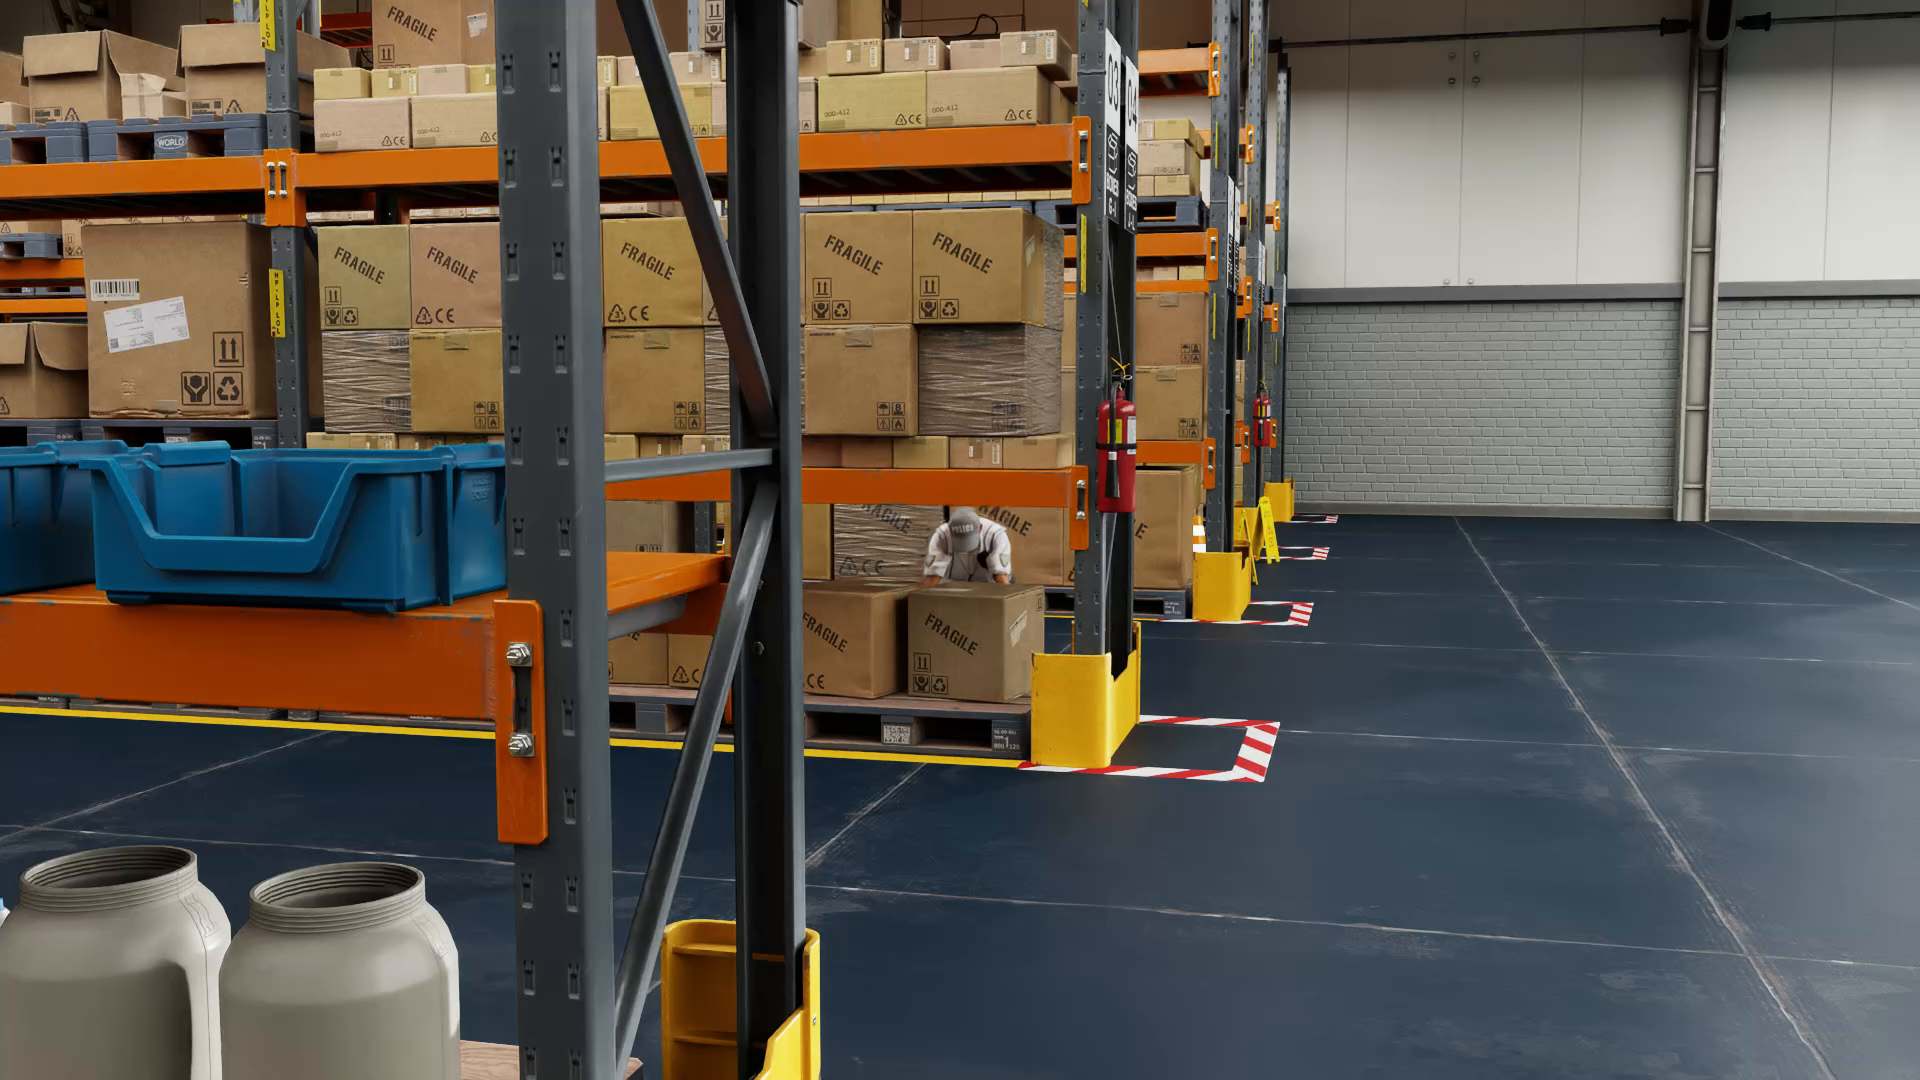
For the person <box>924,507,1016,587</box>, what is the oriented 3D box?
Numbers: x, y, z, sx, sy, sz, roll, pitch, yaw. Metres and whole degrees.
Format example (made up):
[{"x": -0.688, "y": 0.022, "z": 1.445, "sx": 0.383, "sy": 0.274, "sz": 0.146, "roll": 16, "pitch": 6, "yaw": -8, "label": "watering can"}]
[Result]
[{"x": 0.070, "y": 0.293, "z": 9.690, "sx": 0.522, "sy": 1.016, "sz": 0.844, "roll": 1, "pitch": 5, "yaw": 14, "label": "person"}]
